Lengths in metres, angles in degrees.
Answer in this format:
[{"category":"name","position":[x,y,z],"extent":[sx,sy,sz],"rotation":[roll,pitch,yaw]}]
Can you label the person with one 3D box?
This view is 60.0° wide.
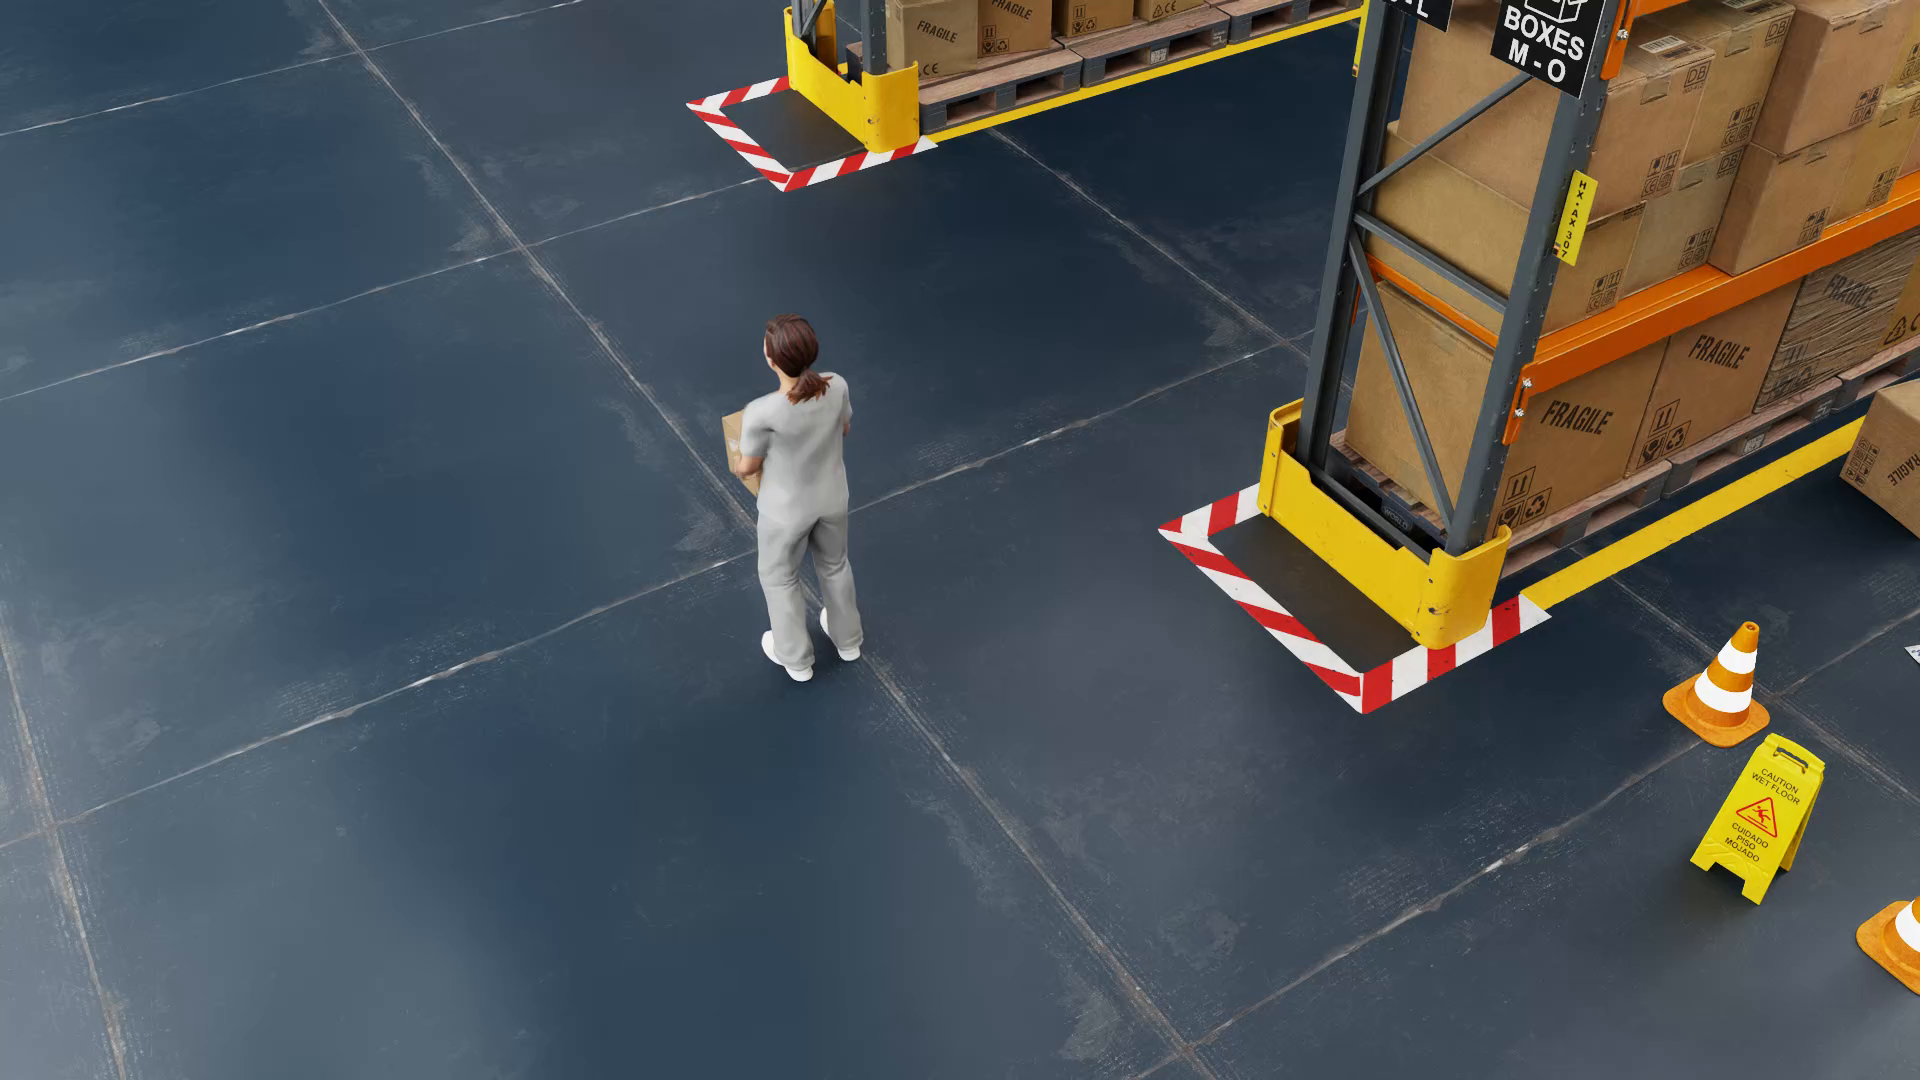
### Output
[{"category":"person","position":[-0.631,-0.175,6.359],"extent":[0.463,1.674,0.490],"rotation":[-23,46,-24]}]
